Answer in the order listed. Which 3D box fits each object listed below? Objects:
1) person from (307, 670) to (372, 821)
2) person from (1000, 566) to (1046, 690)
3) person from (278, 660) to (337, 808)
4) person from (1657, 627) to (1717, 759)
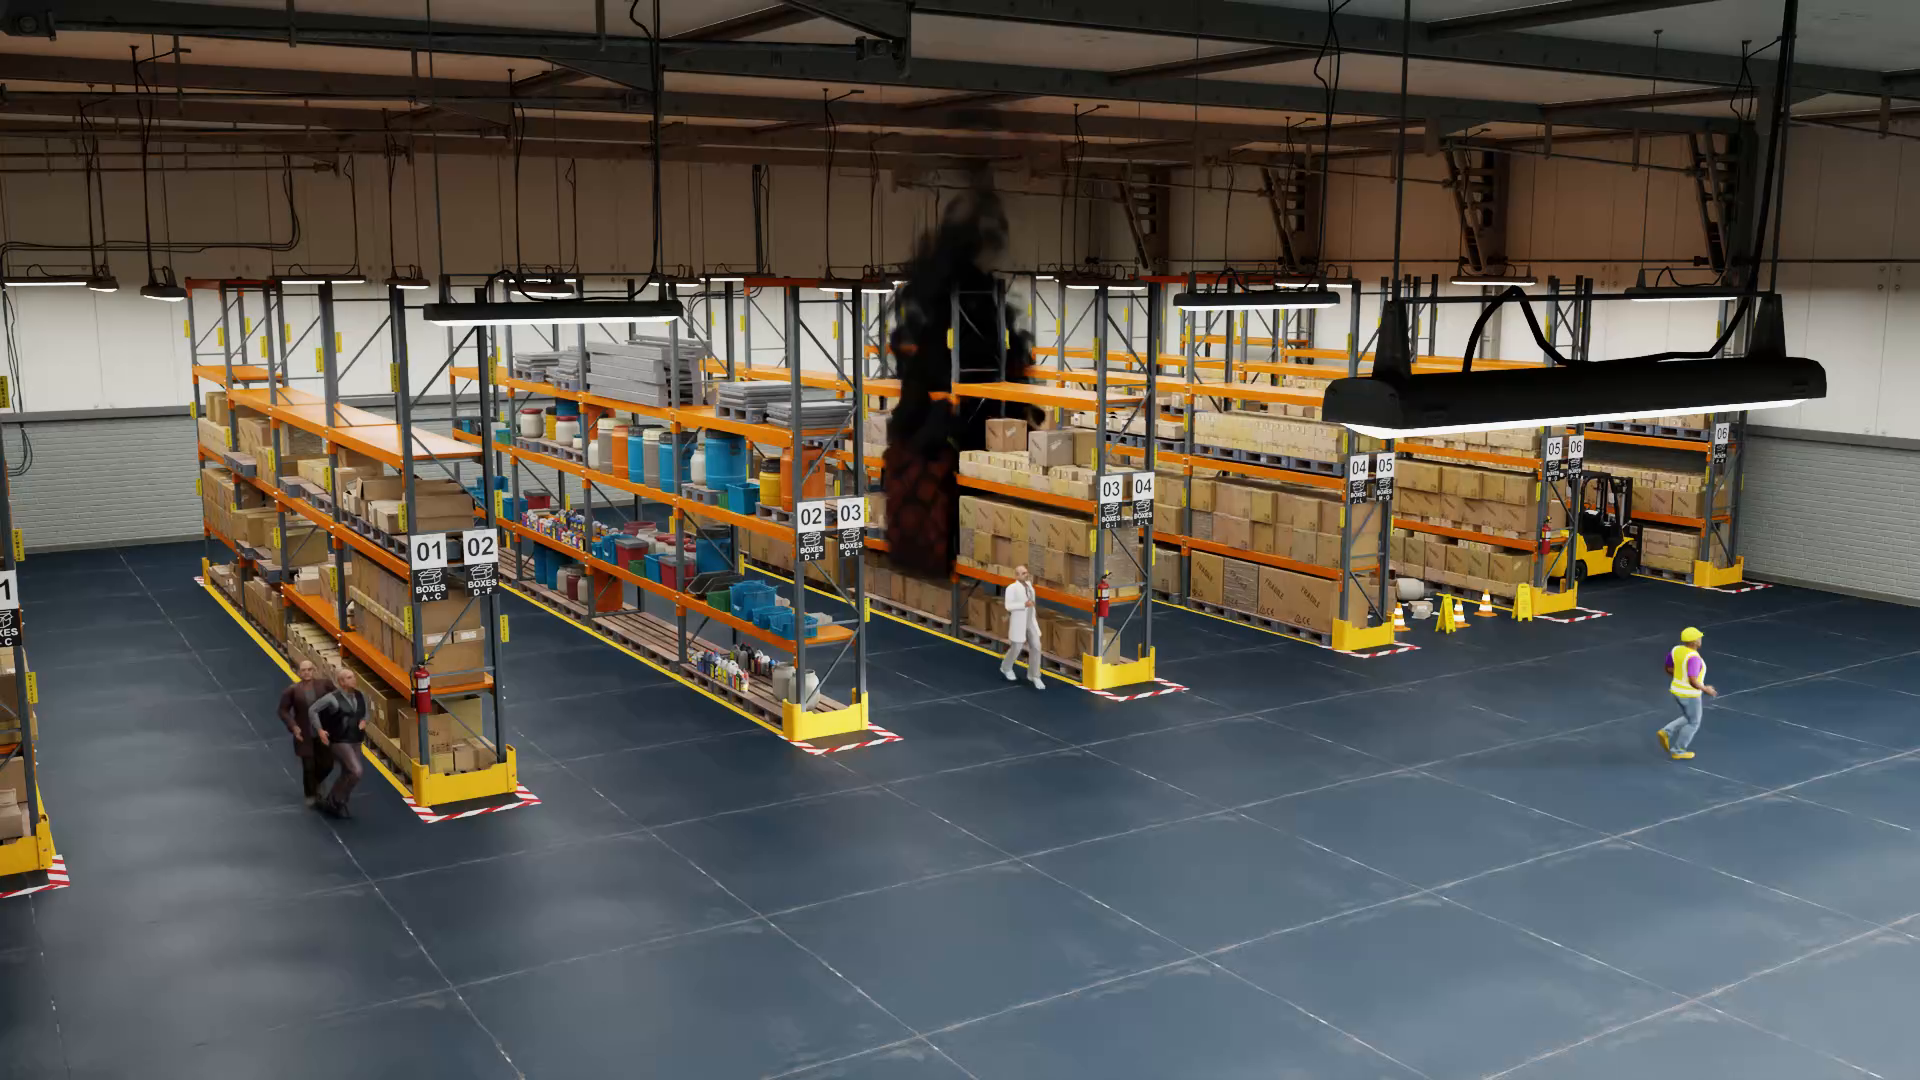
[{"bbox_3d":[-7.025,2.329,19.090,0.654,1.691,0.644,4,10,23],"label":"person"},{"bbox_3d":[0.929,1.294,24.912,0.694,1.815,0.877,-7,12,-37],"label":"person"},{"bbox_3d":[-7.553,2.256,19.408,0.718,1.735,0.566,-5,11,-28],"label":"person"},{"bbox_3d":[9.264,1.953,21.209,0.576,1.721,0.679,-1,10,-4],"label":"person"}]
